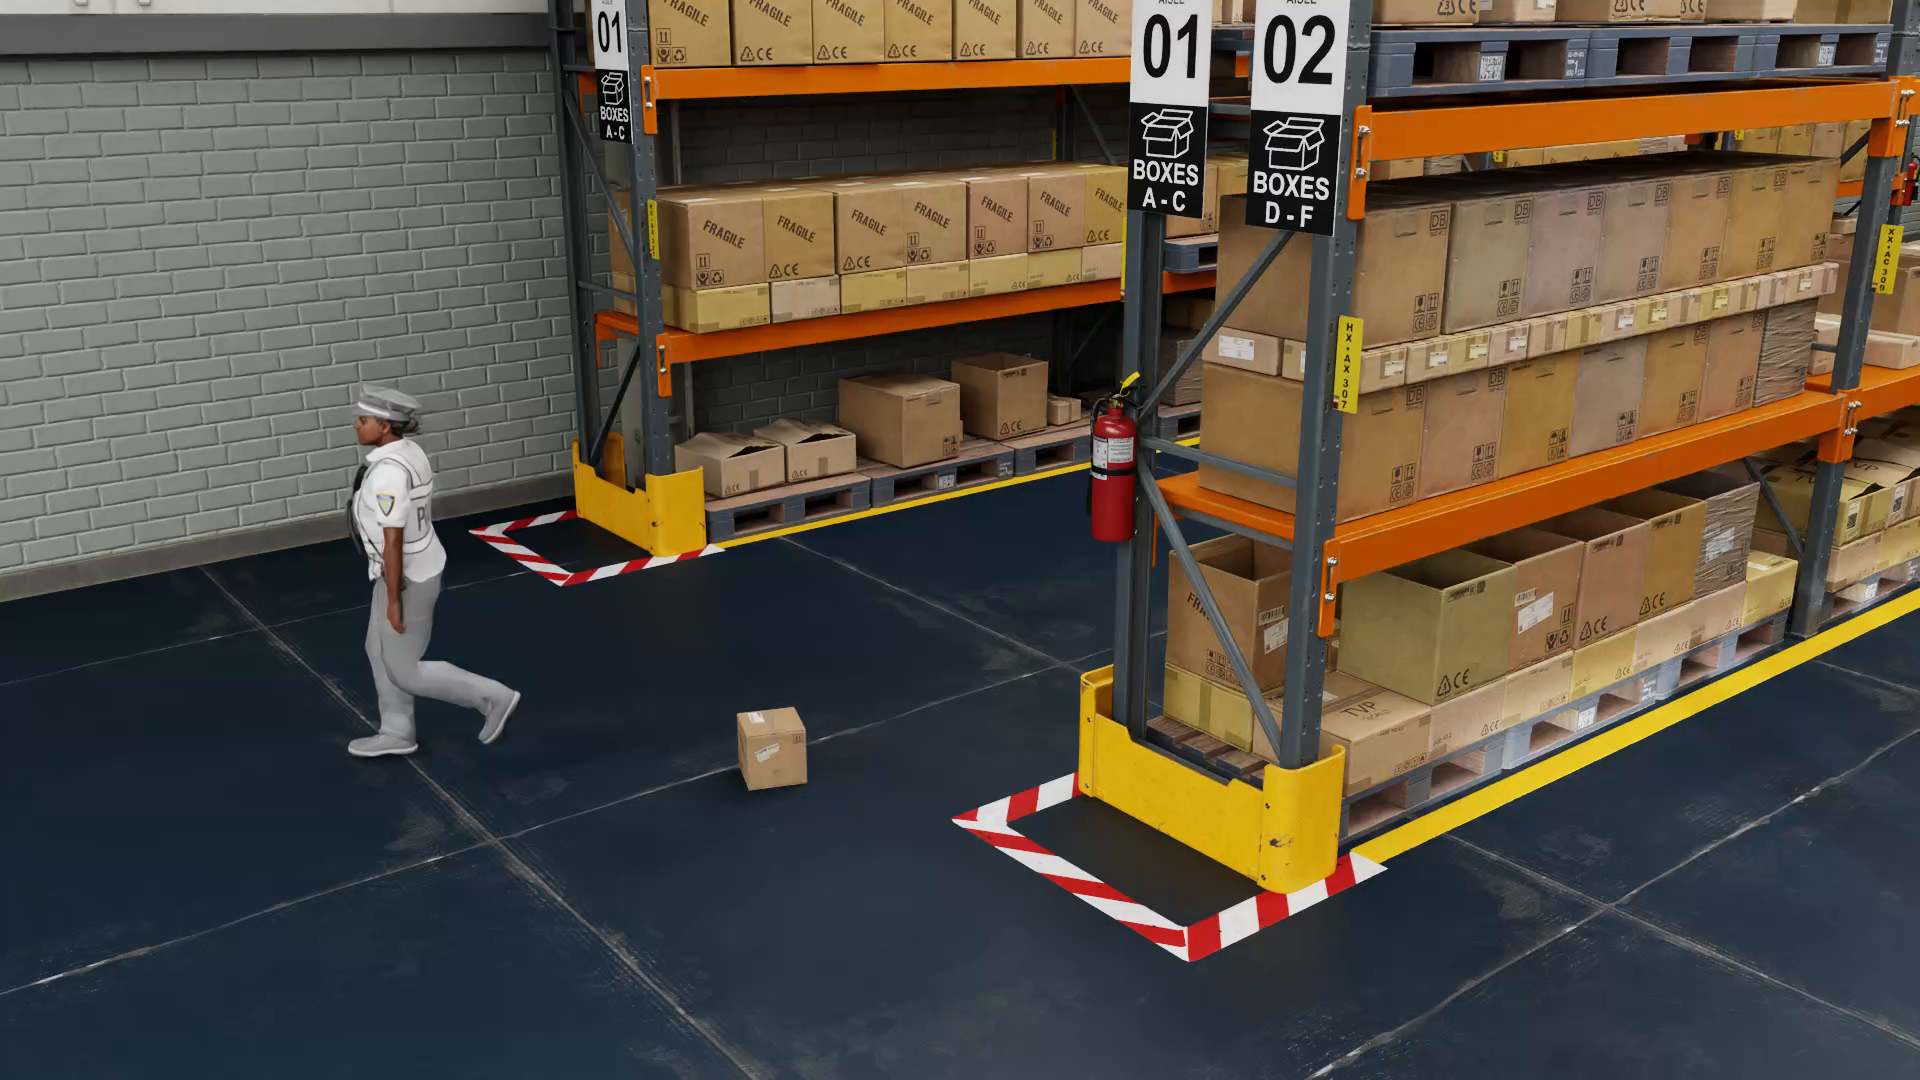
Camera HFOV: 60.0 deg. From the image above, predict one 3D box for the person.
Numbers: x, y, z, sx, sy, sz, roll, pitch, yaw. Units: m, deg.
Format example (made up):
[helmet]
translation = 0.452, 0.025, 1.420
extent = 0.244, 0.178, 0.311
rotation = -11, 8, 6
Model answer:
[person]
translation = -2.321, 0.149, 6.988
extent = 0.685, 1.665, 0.464
rotation = -3, 18, -8
